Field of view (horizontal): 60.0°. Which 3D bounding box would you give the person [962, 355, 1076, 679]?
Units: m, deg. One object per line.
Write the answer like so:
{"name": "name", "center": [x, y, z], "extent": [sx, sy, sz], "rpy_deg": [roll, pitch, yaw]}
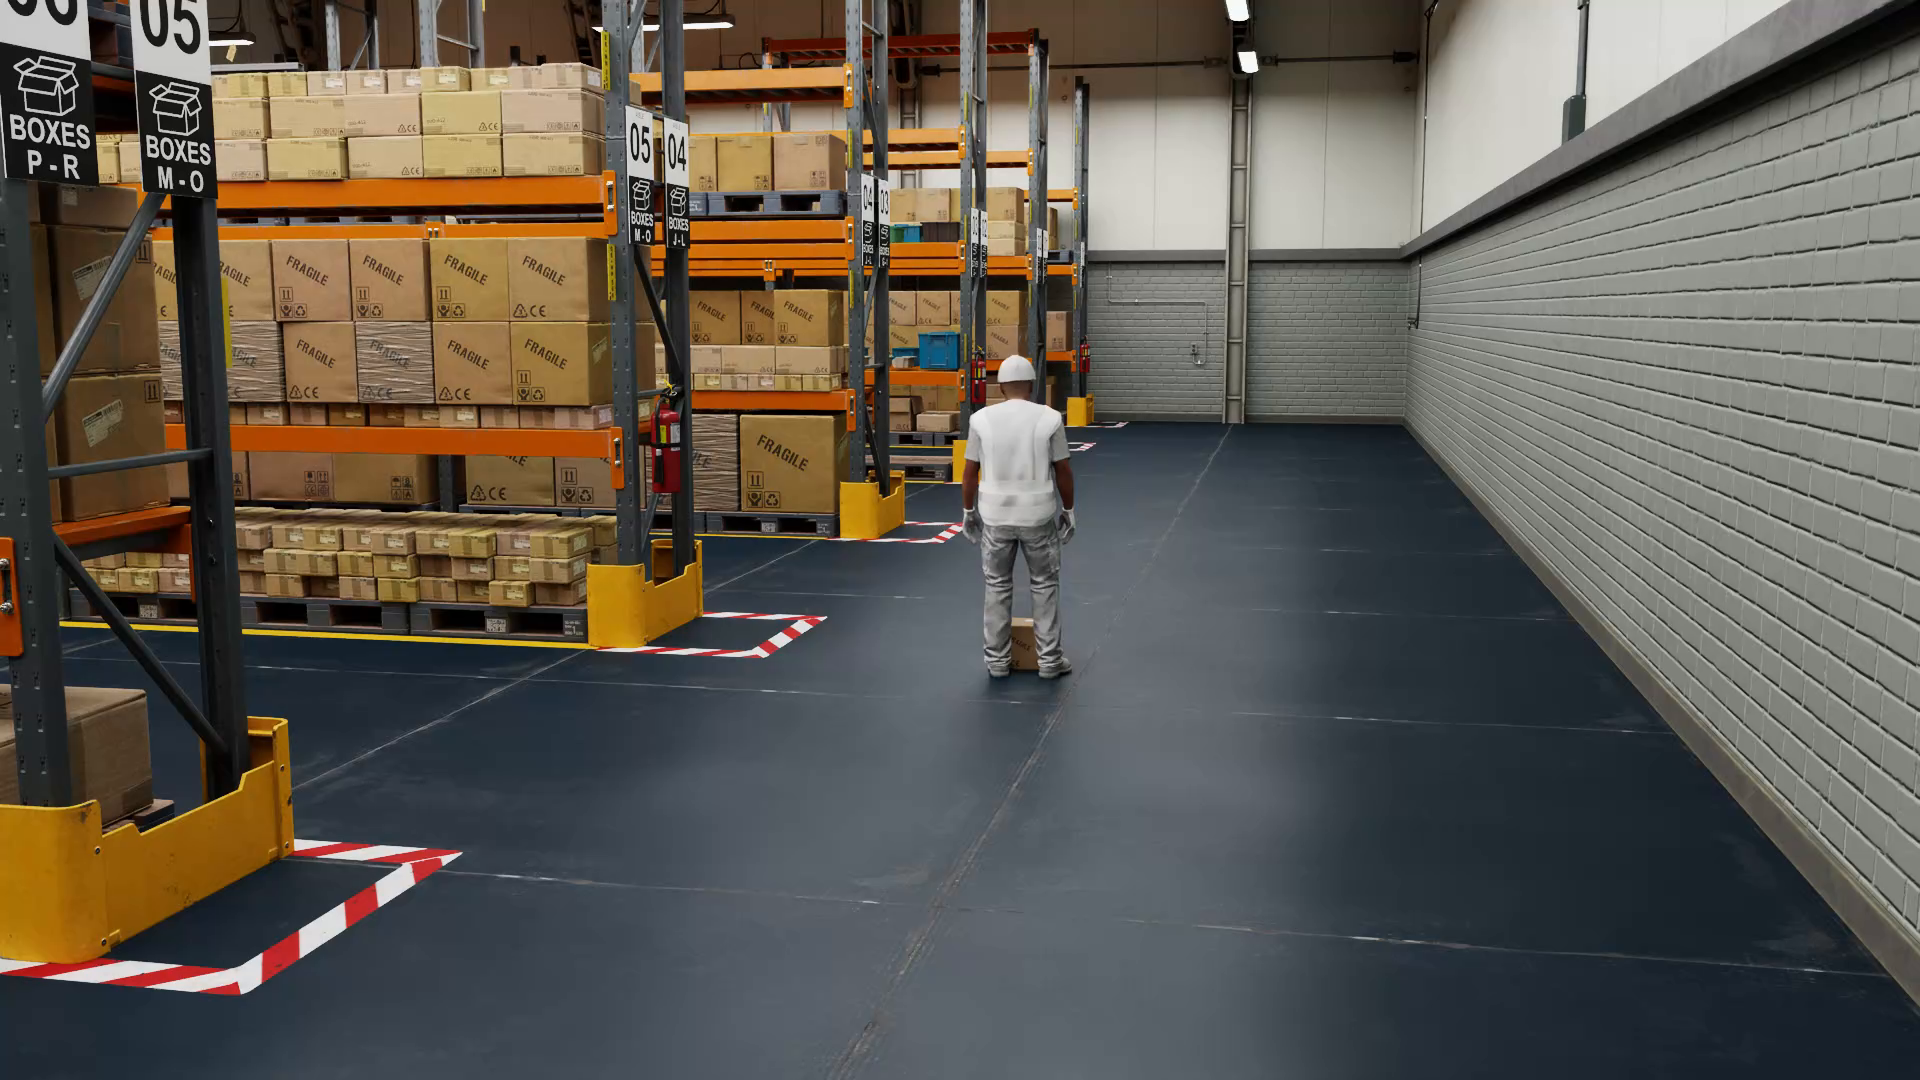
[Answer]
{"name": "person", "center": [0.324, -0.130, 9.206], "extent": [0.632, 1.776, 0.444], "rpy_deg": [1, 8, 9]}
